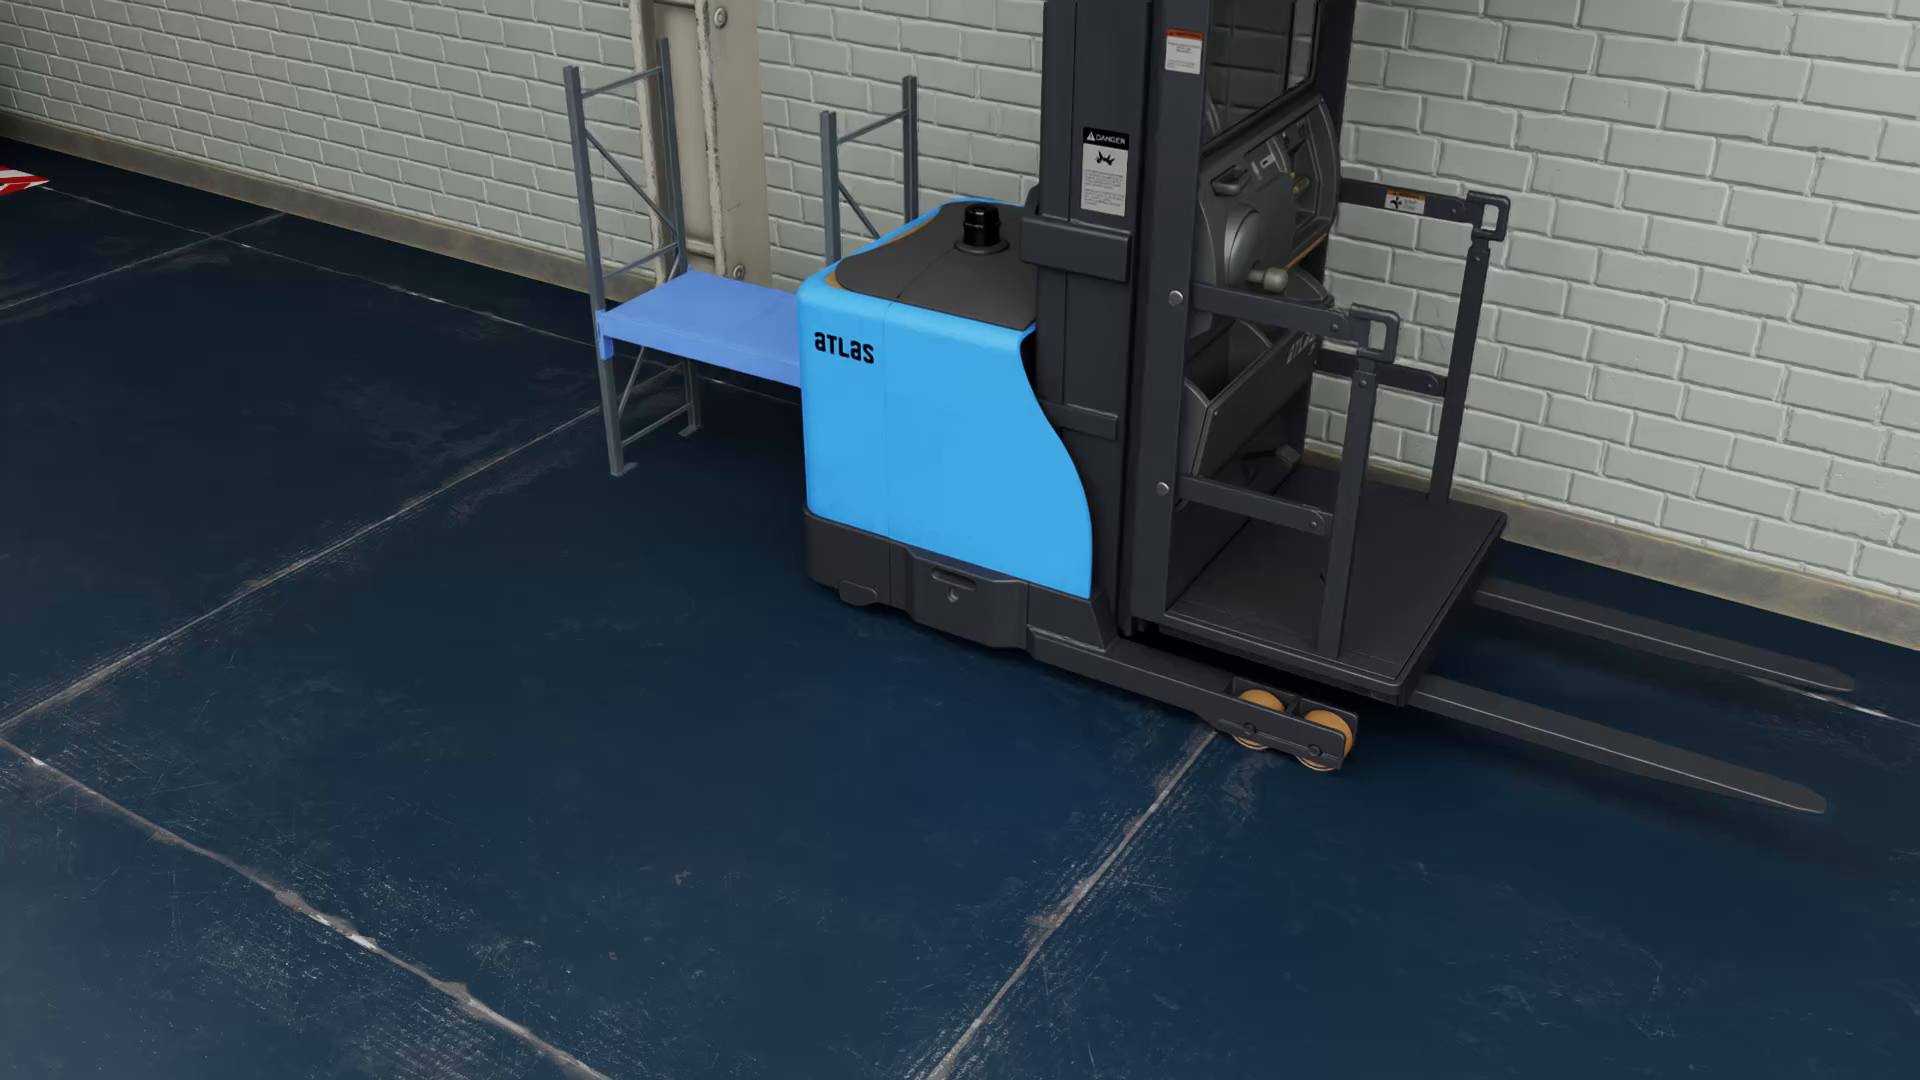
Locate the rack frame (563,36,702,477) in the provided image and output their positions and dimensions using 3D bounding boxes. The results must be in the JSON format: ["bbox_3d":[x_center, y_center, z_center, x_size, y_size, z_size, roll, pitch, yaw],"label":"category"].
[{"bbox_3d":[-1.152,-0.992,5.961,0.032,1.500,0.500,17,34,26],"label":"rack frame"}]

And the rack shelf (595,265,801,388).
[{"bbox_3d":[-0.715,-0.705,5.827,1.000,0.185,0.538,17,34,26],"label":"rack shelf"}]

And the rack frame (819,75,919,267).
[{"bbox_3d":[-0.279,-0.729,5.511,0.032,1.500,0.500,17,34,26],"label":"rack frame"}]

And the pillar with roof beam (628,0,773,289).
[{"bbox_3d":[-3.335,-2.907,1.803,0.400,9.000,9.100,18,35,27],"label":"pillar with roof beam"}]

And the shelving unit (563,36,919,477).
[{"bbox_3d":[-0.715,-0.860,5.736,1.048,1.500,0.538,17,34,26],"label":"shelving unit"}]

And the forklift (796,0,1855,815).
[{"bbox_3d":[1.024,-0.928,4.432,3.031,2.935,1.130,17,34,26],"label":"forklift"}]
